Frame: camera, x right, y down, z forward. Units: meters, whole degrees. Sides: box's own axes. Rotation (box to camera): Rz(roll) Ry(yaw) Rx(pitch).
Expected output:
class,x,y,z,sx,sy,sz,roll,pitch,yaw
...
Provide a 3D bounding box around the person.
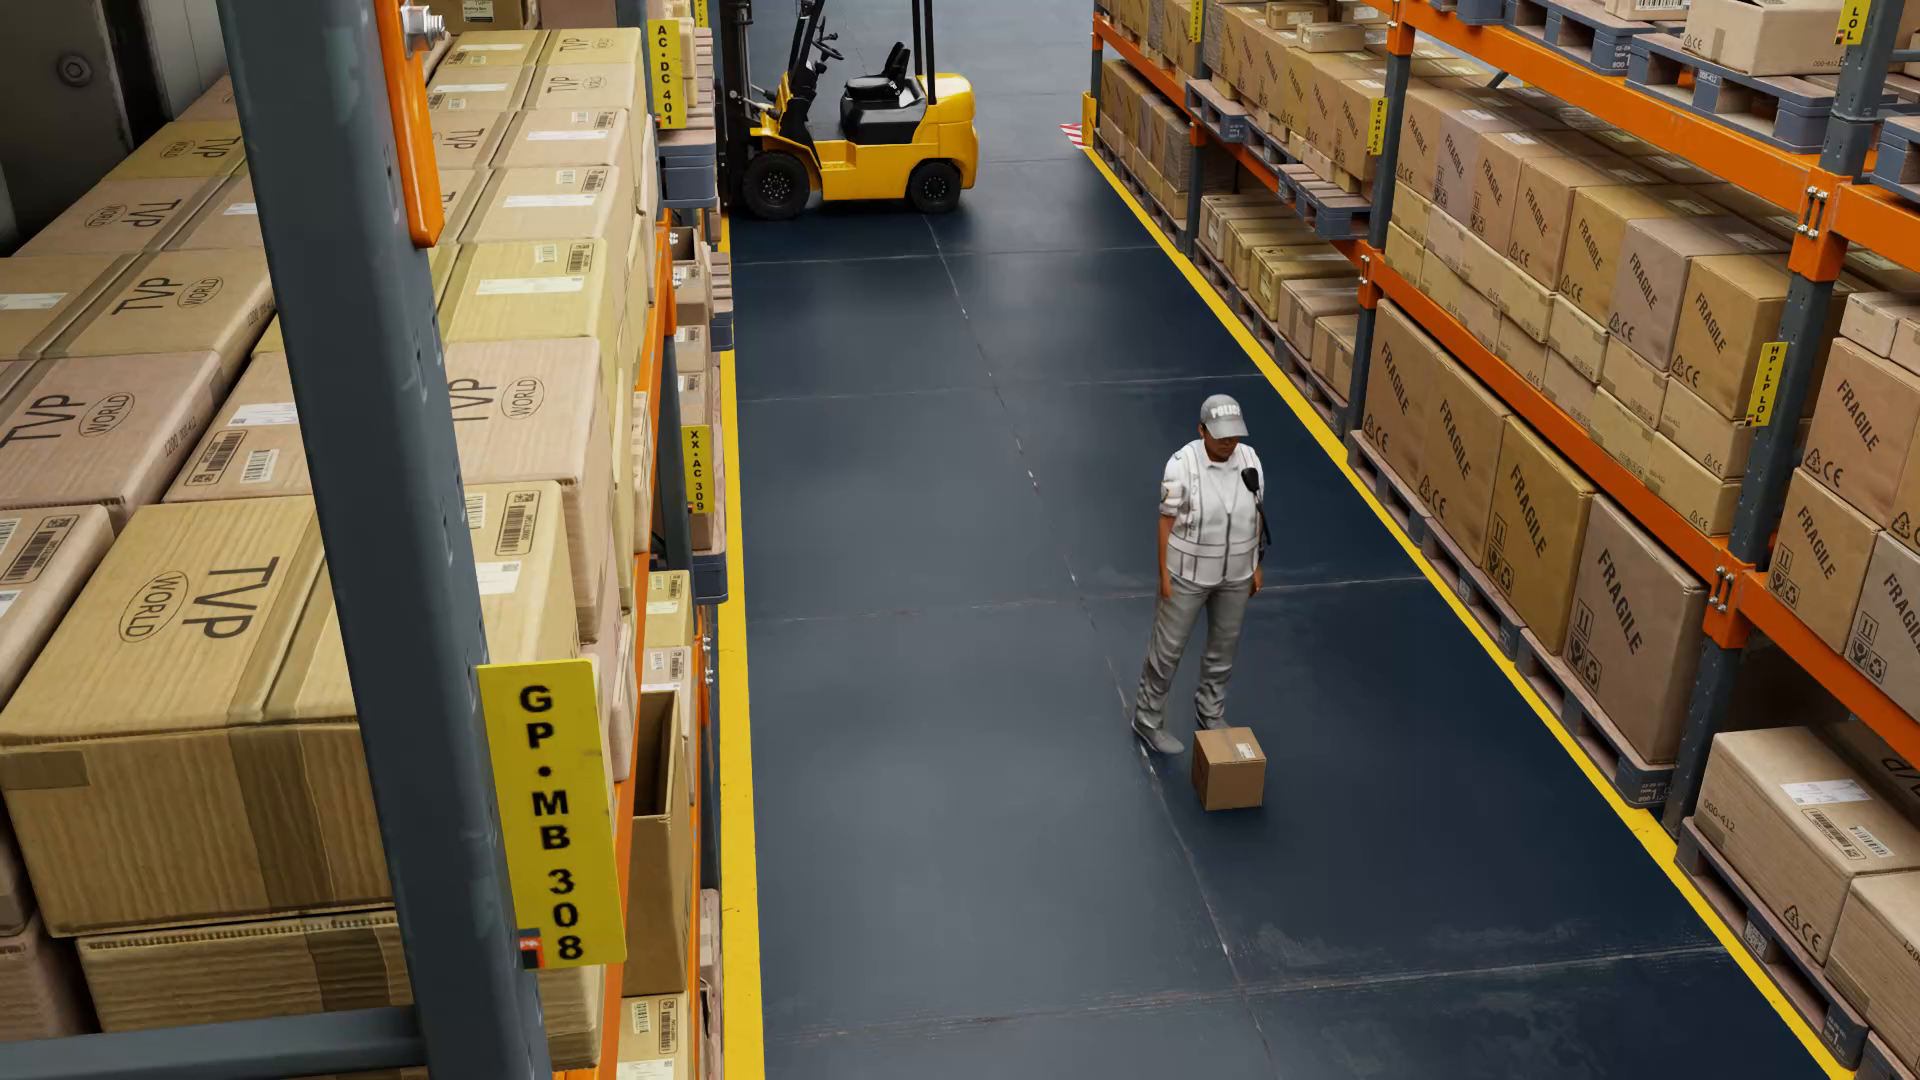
class,x,y,z,sx,sy,sz,roll,pitch,yaw
person,1.075,0.152,7.331,0.558,1.687,0.384,-7,28,-12
